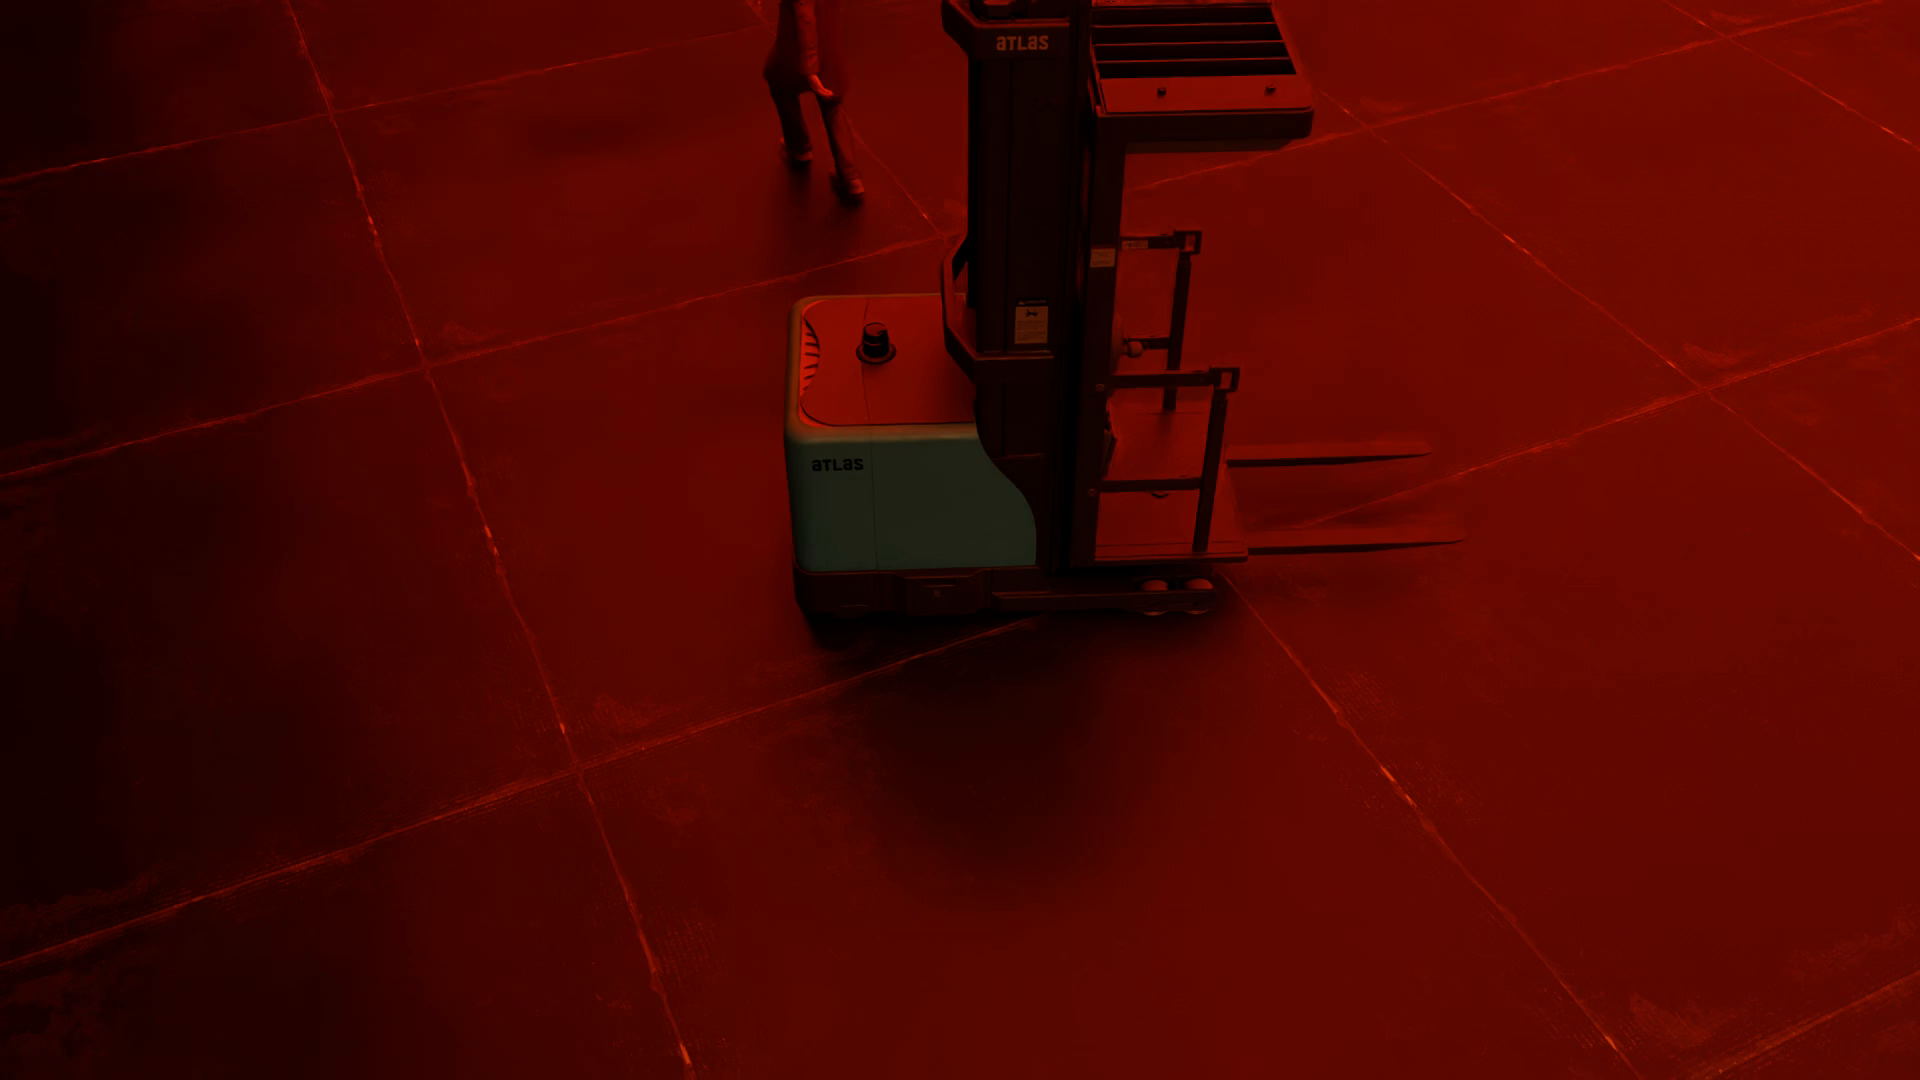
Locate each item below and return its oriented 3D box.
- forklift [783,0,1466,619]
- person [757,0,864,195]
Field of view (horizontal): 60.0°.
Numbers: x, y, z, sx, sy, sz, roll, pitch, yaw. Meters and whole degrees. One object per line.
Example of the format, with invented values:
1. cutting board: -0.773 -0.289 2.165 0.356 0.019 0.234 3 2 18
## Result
1. forklift: 0.759 -1.095 6.853 3.031 2.935 1.130 -2 43 -2
2. person: -0.882 -2.850 9.674 0.607 1.706 1.007 -27 49 -26
